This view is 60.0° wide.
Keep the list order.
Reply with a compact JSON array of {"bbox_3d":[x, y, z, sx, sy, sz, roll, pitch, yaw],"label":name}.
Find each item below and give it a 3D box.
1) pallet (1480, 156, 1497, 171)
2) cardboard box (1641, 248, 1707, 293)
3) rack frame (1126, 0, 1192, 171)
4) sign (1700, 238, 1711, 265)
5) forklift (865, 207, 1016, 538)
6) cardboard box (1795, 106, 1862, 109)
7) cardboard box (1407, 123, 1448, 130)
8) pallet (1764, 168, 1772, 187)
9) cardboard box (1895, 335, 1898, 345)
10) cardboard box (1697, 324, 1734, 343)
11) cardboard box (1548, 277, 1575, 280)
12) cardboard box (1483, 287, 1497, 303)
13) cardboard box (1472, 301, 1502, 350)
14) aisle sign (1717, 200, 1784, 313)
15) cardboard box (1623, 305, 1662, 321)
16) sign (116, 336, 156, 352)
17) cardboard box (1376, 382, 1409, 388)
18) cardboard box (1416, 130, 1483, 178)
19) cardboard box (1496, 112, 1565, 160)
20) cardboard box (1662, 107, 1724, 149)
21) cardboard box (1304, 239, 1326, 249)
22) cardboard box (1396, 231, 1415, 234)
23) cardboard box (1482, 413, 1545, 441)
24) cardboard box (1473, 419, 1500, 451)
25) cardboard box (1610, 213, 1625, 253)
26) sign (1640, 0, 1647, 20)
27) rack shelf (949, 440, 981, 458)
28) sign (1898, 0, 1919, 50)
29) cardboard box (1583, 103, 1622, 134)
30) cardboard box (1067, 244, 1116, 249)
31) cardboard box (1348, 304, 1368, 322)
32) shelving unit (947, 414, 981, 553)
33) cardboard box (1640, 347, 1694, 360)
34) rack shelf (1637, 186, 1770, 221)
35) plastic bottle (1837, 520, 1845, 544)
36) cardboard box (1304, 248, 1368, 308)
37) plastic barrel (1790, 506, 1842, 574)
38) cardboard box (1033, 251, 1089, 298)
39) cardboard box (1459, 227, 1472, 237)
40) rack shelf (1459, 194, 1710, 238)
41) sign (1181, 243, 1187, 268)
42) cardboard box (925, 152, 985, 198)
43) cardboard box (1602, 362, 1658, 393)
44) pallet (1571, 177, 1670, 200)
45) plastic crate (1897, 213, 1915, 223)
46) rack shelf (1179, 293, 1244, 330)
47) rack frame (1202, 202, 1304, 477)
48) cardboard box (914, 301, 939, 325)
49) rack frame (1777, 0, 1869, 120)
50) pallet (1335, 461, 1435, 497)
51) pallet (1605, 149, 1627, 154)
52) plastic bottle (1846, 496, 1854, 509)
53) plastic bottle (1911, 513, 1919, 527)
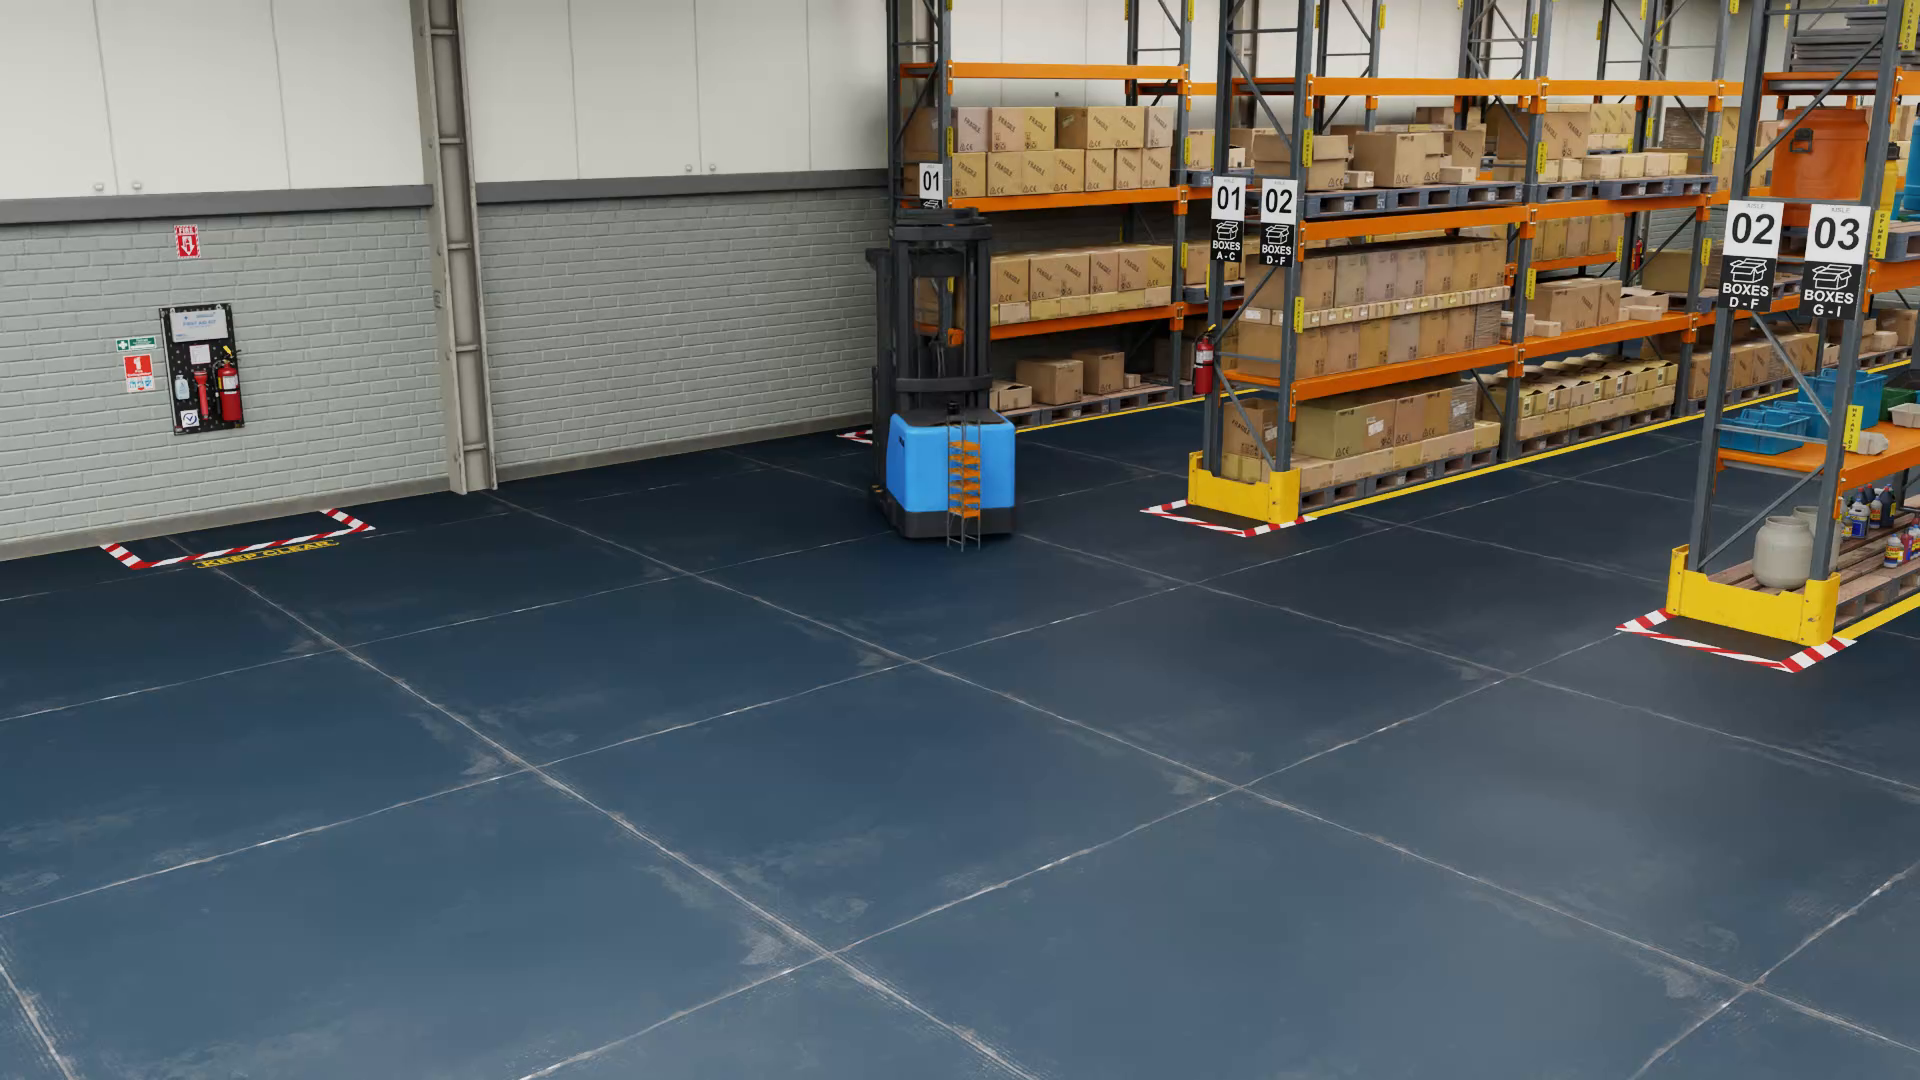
[{"bbox_3d":[7.922,-5.929,26.193,1.217,0.209,0.805,-14,20,-42],"label":"pallet"},{"bbox_3d":[9.220,-3.476,21.442,0.700,0.500,0.500,8,17,28],"label":"cardboard box"},{"bbox_3d":[2.546,-6.280,21.325,0.127,3.000,1.000,-13,19,-39],"label":"rack frame"},{"bbox_3d":[9.185,-3.548,20.476,0.005,0.325,0.100,-13,19,-39],"label":"sign"},{"bbox_3d":[-0.305,-1.768,16.189,1.130,2.935,3.031,-3,15,-12],"label":"forklift"},{"bbox_3d":[12.178,-5.844,23.372,0.500,0.500,0.700,-13,19,-39],"label":"cardboard box"},{"bbox_3d":[7.048,-6.140,25.567,0.500,0.500,0.700,-13,20,-39],"label":"cardboard box"},{"bbox_3d":[10.518,-4.859,22.179,1.003,0.211,1.213,-13,19,-39],"label":"pallet"},{"bbox_3d":[14.241,-3.104,25.695,0.250,0.166,0.380,-13,19,-39],"label":"cardboard box"},{"bbox_3d":[10.179,-2.852,22.652,0.500,0.250,0.500,-13,20,-40],"label":"cardboard box"},{"bbox_3d":[10.529,-4.517,29.122,0.250,0.149,0.380,-12,19,-39],"label":"cardboard box"},{"bbox_3d":[5.549,-2.651,17.911,0.250,0.149,0.380,-13,20,-41],"label":"cardboard box"},{"bbox_3d":[5.471,-2.390,18.192,0.500,0.500,0.700,-13,20,-41],"label":"cardboard box"},{"bbox_3d":[5.783,-2.077,12.177,0.004,0.787,0.394,-13,19,-39],"label":"aisle sign"},{"bbox_3d":[8.322,-2.768,20.289,0.250,0.149,0.380,-13,19,-39],"label":"cardboard box"},{"bbox_3d":[-7.402,-1.763,14.940,0.331,0.109,0.001,-13,19,-39],"label":"sign"},{"bbox_3d":[4.491,-1.468,17.995,0.500,0.500,0.500,-13,19,-39],"label":"cardboard box"},{"bbox_3d":[5.248,-4.152,17.892,0.500,0.500,0.500,-11,18,-35],"label":"cardboard box"},{"bbox_3d":[6.292,-4.457,18.335,0.500,0.500,0.500,-12,19,-39],"label":"cardboard box"},{"bbox_3d":[9.152,-5.149,20.771,0.500,0.500,0.500,-13,19,-39],"label":"cardboard box"},{"bbox_3d":[4.812,-4.139,23.887,0.700,0.500,0.500,14,20,42],"label":"cardboard box"},{"bbox_3d":[6.481,-4.742,24.927,0.500,0.250,0.500,-13,20,-40],"label":"cardboard box"},{"bbox_3d":[6.268,-1.313,18.867,0.500,0.250,0.500,-13,20,-41],"label":"cardboard box"},{"bbox_3d":[5.595,-1.172,18.338,0.500,0.250,0.500,-13,19,-39],"label":"cardboard box"},{"bbox_3d":[11.221,-5.471,29.340,0.700,0.700,0.980,-12,19,-37],"label":"cardboard box"},{"bbox_3d":[8.455,-6.588,20.512,0.005,0.325,0.100,-13,19,-39],"label":"sign"},{"bbox_3d":[0.034,-0.811,14.738,0.180,0.103,0.258,-10,18,-34],"label":"rack shelf"},{"bbox_3d":[6.390,-3.465,11.191,0.005,0.325,0.100,-13,19,-39],"label":"sign"},{"bbox_3d":[10.841,-7.145,28.205,0.500,0.500,0.500,-12,19,-38],"label":"cardboard box"},{"bbox_3d":[1.662,-3.556,21.548,0.500,0.500,0.500,-13,20,-40],"label":"cardboard box"},{"bbox_3d":[3.799,-2.257,16.435,0.250,0.149,0.380,-13,20,-40],"label":"cardboard box"},{"bbox_3d":[0.034,-0.506,14.820,0.189,1.200,0.258,-10,18,-34],"label":"shelving unit"},{"bbox_3d":[9.370,-2.305,22.058,0.500,0.500,0.500,-12,19,-37],"label":"cardboard box"},{"bbox_3d":[10.327,-4.536,22.002,4.000,0.370,1.077,-13,19,-39],"label":"rack shelf"},{"bbox_3d":[7.539,-0.073,14.279,0.097,0.201,0.097,0,15,0],"label":"plastic bottle"},{"bbox_3d":[3.577,-2.592,16.432,0.500,0.500,0.700,-13,20,-41],"label":"cardboard box"},{"bbox_3d":[6.857,0.012,13.400,0.421,0.512,0.421,0,15,0],"label":"plastic barrel"},{"bbox_3d":[1.241,-3.284,20.531,0.500,0.500,0.500,-12,19,-38],"label":"cardboard box"},{"bbox_3d":[7.636,-4.640,25.999,0.500,0.500,0.500,-13,19,-39],"label":"cardboard box"},{"bbox_3d":[7.310,-3.859,19.465,4.000,0.370,1.077,-13,19,-39],"label":"rack shelf"},{"bbox_3d":[2.908,-3.696,21.597,0.005,0.325,0.100,-13,19,-39],"label":"sign"},{"bbox_3d":[-0.055,-4.220,19.190,0.500,0.500,0.500,-12,19,-38],"label":"cardboard box"},{"bbox_3d":[8.197,-2.015,20.410,0.500,0.311,0.500,-13,20,-40],"label":"cardboard box"},{"bbox_3d":[7.524,-4.132,19.458,1.213,0.211,1.003,-12,19,-37],"label":"pallet"},{"bbox_3d":[7.681,-2.586,13.717,0.450,0.188,0.336,-13,19,-39],"label":"plastic crate"},{"bbox_3d":[4.055,-3.373,23.460,4.000,0.370,1.077,-13,19,-39],"label":"rack shelf"},{"bbox_3d":[2.784,-1.741,15.954,0.127,3.000,1.000,-13,19,-39],"label":"rack frame"},{"bbox_3d":[-0.246,-2.759,20.017,0.500,0.250,0.500,-12,19,-39],"label":"cardboard box"},{"bbox_3d":[11.836,-6.672,22.791,0.127,3.000,1.000,-13,19,-39],"label":"rack frame"},{"bbox_3d":[4.253,-0.737,17.599,1.213,0.211,1.003,-13,19,-39],"label":"pallet"},{"bbox_3d":[11.046,-6.694,28.856,1.213,0.211,1.003,-13,19,-39],"label":"pallet"},{"bbox_3d":[7.874,-0.246,14.769,0.133,0.283,0.061,-12,19,-37],"label":"plastic bottle"},{"bbox_3d":[8.169,-0.095,14.204,0.133,0.283,0.061,-13,19,-39],"label":"plastic bottle"}]
